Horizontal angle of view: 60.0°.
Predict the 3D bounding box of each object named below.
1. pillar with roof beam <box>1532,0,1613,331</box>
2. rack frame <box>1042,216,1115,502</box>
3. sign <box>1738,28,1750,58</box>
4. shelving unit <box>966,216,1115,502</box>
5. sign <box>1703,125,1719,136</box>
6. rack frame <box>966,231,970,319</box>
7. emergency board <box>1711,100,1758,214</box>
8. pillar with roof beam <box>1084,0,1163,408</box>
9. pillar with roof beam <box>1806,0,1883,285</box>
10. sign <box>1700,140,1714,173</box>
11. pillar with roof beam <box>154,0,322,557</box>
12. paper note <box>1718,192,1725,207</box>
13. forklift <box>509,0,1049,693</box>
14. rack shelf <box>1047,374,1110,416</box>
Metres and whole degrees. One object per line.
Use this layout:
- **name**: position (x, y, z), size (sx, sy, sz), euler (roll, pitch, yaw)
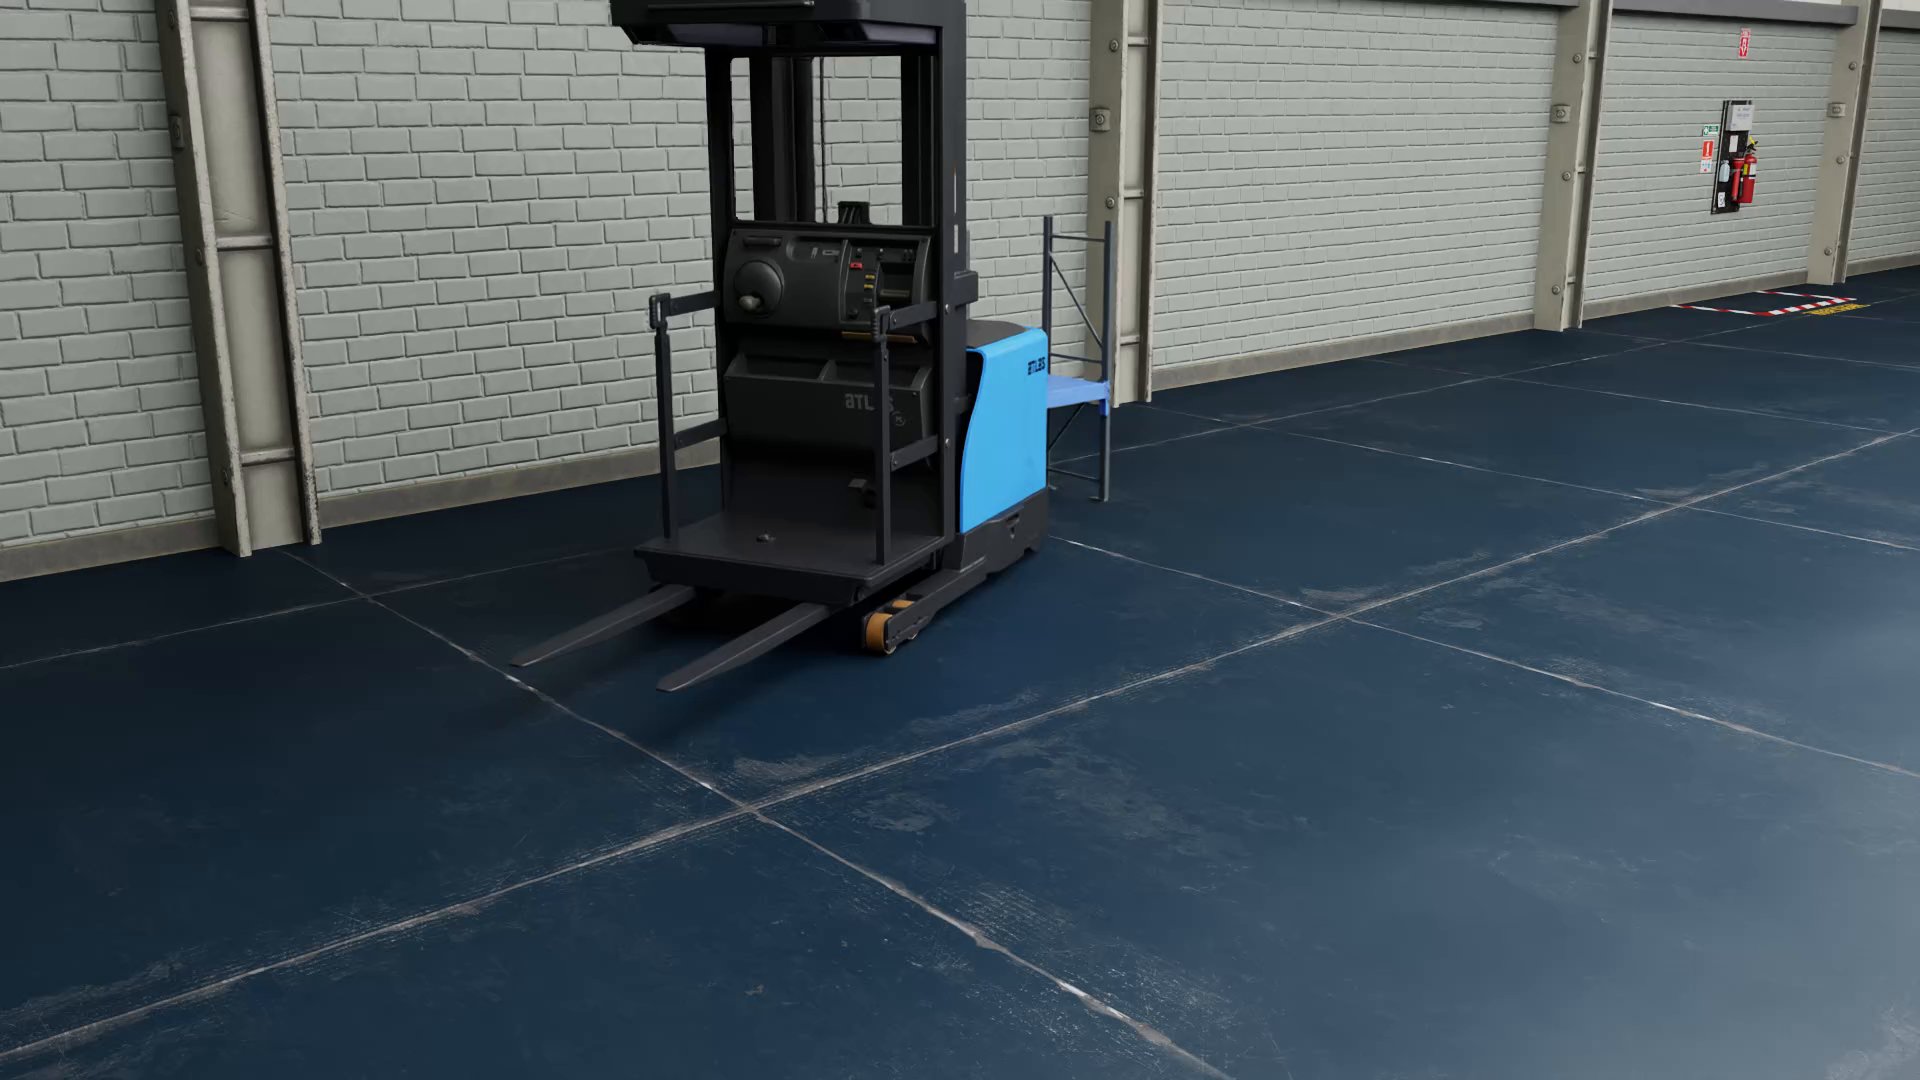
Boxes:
- **pillar with roof beam**: position (8.486, -5.524, 11.492), size (0.400, 9.000, 9.100), euler (-13, 19, -39)
- **rack frame**: position (0.629, -0.982, 9.022), size (0.032, 1.500, 0.500), euler (-13, 20, -40)
- **sign**: position (8.226, -5.207, 17.438), size (0.199, 0.298, 0.001), euler (-13, 19, -39)
- **shelving unit**: position (0.251, -0.895, 8.694), size (1.048, 1.500, 0.538), euler (-13, 20, -40)
- **sign**: position (7.822, -4.268, 17.318), size (0.331, 0.109, 0.001), euler (-13, 19, -39)
- **rack frame**: position (-0.128, -0.807, 8.367), size (0.032, 1.500, 0.500), euler (-13, 20, -40)
- **emergency board**: position (8.298, -4.069, 17.670), size (0.643, 1.169, 0.194), euler (-13, 19, -39)
- **pillar with roof beam**: position (3.960, -4.507, 7.687), size (0.400, 9.000, 9.100), euler (-13, 19, -39)
- **pillar with roof beam**: position (13.013, -6.540, 15.298), size (0.400, 9.000, 9.100), euler (-13, 19, -39)
- **sign**: position (7.813, -4.012, 17.390), size (0.234, 0.329, 0.001), euler (-13, 19, -39)
- **pillar with roof beam**: position (-0.566, -3.491, 3.882), size (0.400, 9.000, 9.100), euler (-13, 19, -39)
- **paper note**: position (8.119, -3.627, 17.722), size (0.142, 0.148, 0.016), euler (-13, 19, -39)
- **forklift**: position (-0.640, -1.091, 6.653), size (1.130, 2.935, 3.031), euler (7, 16, 23)
- **rack shelf**: position (0.251, -0.721, 8.741), size (1.000, 0.185, 0.538), euler (-13, 20, -40)
